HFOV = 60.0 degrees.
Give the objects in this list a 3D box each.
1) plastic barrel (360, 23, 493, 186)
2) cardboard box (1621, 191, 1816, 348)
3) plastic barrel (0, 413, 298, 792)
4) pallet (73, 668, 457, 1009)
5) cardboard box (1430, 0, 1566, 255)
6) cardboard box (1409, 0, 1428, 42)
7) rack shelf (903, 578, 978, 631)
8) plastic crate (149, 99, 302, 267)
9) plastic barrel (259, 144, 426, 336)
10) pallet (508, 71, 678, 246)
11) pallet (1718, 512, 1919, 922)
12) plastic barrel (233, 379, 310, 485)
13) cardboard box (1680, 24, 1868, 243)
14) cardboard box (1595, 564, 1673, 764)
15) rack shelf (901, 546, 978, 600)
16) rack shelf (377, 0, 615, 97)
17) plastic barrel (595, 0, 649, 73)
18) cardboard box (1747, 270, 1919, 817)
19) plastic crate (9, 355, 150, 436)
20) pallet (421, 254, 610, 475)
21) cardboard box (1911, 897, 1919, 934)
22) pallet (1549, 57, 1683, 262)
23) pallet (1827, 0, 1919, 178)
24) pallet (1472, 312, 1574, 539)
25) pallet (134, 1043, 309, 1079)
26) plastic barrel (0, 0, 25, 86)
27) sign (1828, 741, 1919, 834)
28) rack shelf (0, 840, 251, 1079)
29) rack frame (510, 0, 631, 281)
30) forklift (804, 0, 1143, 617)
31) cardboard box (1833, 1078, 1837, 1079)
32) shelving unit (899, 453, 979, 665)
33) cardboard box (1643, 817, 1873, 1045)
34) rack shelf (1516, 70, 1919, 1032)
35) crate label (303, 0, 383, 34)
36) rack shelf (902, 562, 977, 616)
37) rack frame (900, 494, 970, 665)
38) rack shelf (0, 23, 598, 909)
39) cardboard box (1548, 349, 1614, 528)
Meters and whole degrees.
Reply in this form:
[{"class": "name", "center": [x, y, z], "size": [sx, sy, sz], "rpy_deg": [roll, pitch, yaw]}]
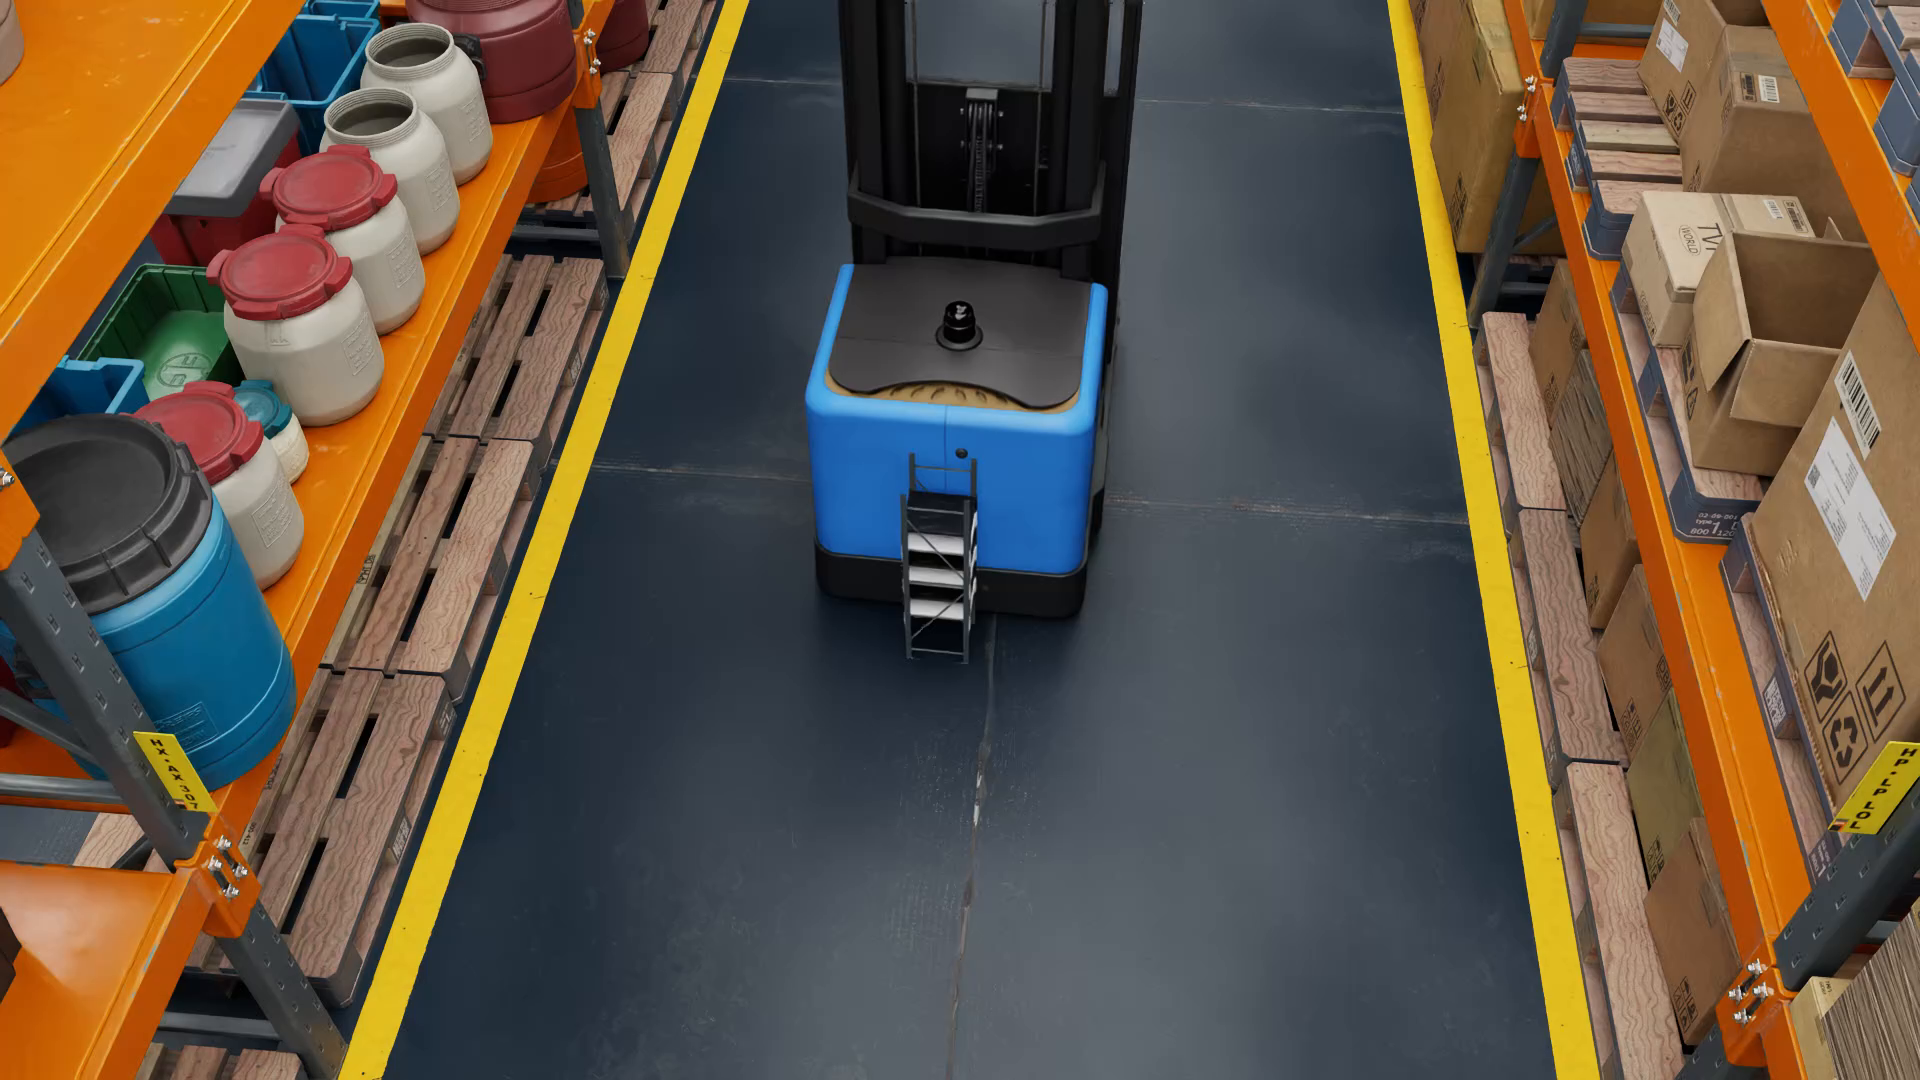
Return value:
[{"class": "plastic barrel", "center": [-1.965, -1.592, 6.124], "size": [0.421, 0.512, 0.421], "rpy_deg": [0, 48, 0]}, {"class": "cardboard box", "center": [2.466, -0.867, 5.353], "size": [0.500, 0.250, 0.500], "rpy_deg": [3, 48, 2]}, {"class": "plastic barrel", "center": [-2.112, 0.182, 4.237], "size": [0.600, 0.901, 0.708], "rpy_deg": [4, 48, 4]}, {"class": "pallet", "center": [-2.416, 0.976, 5.740], "size": [1.003, 0.211, 1.213], "rpy_deg": [4, 48, 4]}, {"class": "cardboard box", "center": [2.932, -1.922, 7.657], "size": [1.225, 0.875, 0.875], "rpy_deg": [2, 48, 2]}, {"class": "cardboard box", "center": [3.094, -3.228, 8.850], "size": [1.225, 0.875, 0.875], "rpy_deg": [2, 48, 2]}, {"class": "rack shelf", "center": [-0.073, 0.229, 6.245], "size": [0.258, 0.077, 0.200], "rpy_deg": [5, 48, 5]}, {"class": "plastic crate", "center": [-2.536, -1.180, 5.779], "size": [0.402, 0.464, 0.583], "rpy_deg": [4, 48, 4]}, {"class": "plastic barrel", "center": [-2.037, -0.977, 5.545], "size": [0.433, 0.535, 0.433], "rpy_deg": [0, 48, 0]}, {"class": "pallet", "center": [-2.054, -1.966, 8.431], "size": [1.003, 0.211, 1.213], "rpy_deg": [4, 48, 4]}, {"class": "pallet", "center": [2.698, 0.460, 4.452], "size": [1.003, 0.211, 1.213], "rpy_deg": [4, 48, 4]}, {"class": "plastic barrel", "center": [-2.176, -0.301, 5.112], "size": [0.301, 0.262, 0.301], "rpy_deg": [0, 48, 0]}, {"class": "cardboard box", "center": [2.887, -1.351, 5.626], "size": [0.700, 0.500, 0.500], "rpy_deg": [10, 48, 9]}, {"class": "cardboard box", "center": [2.674, 0.432, 5.743], "size": [0.700, 0.500, 0.500], "rpy_deg": [0, 48, 0]}, {"class": "rack shelf", "center": [-0.073, 0.108, 6.113], "size": [0.258, 0.077, 0.200], "rpy_deg": [5, 48, 5]}, {"class": "rack shelf", "center": [-1.902, -3.552, 8.479], "size": [1.077, 0.370, 4.000], "rpy_deg": [4, 48, 4]}, {"class": "plastic barrel", "center": [-1.954, -2.843, 8.693], "size": [0.600, 0.588, 0.708], "rpy_deg": [4, 48, 4]}, {"class": "cardboard box", "center": [2.695, 0.029, 4.026], "size": [1.000, 1.000, 1.000], "rpy_deg": [4, 48, 4]}, {"class": "plastic crate", "center": [-2.658, -0.212, 4.948], "size": [0.392, 0.384, 0.575], "rpy_deg": [4, 48, 4]}, {"class": "pallet", "center": [-2.194, -0.817, 7.380], "size": [1.003, 0.211, 1.213], "rpy_deg": [4, 48, 4]}, {"class": "cardboard box", "center": [2.189, 0.789, 3.074], "size": [0.500, 0.500, 0.500], "rpy_deg": [4, 48, 4]}, {"class": "pallet", "center": [2.889, -1.396, 6.150], "size": [1.213, 0.211, 1.003], "rpy_deg": [4, 48, 4]}, {"class": "pallet", "center": [2.737, -1.210, 3.945], "size": [1.213, 0.211, 1.003], "rpy_deg": [4, 48, 4]}, {"class": "pallet", "center": [2.775, -0.477, 7.069], "size": [1.003, 0.211, 1.213], "rpy_deg": [4, 48, 4]}, {"class": "pallet", "center": [-2.552, 2.046, 4.761], "size": [1.003, 0.211, 1.213], "rpy_deg": [4, 48, 4]}, {"class": "plastic barrel", "center": [-2.559, -1.436, 3.684], "size": [0.600, 0.901, 0.600], "rpy_deg": [0, 48, 0]}, {"class": "sign", "center": [1.930, 0.522, 3.481], "size": [0.100, 0.325, 0.005], "rpy_deg": [4, 48, 4]}, {"class": "rack shelf", "center": [-2.631, 2.327, 3.103], "size": [1.077, 0.370, 4.000], "rpy_deg": [4, 48, 4]}, {"class": "rack frame", "center": [-2.084, -2.325, 6.870], "size": [1.000, 3.000, 0.127], "rpy_deg": [4, 48, 4]}, {"class": "forklift", "center": [0.138, -1.790, 6.426], "size": [1.130, 2.935, 3.031], "rpy_deg": [5, 48, 5]}, {"class": "cardboard box", "center": [2.129, 1.353, 3.676], "size": [0.380, 0.149, 0.250], "rpy_deg": [4, 48, 4]}, {"class": "shelving unit", "center": [-0.073, 0.085, 6.088], "size": [0.258, 0.900, 0.210], "rpy_deg": [5, 48, 5]}, {"class": "cardboard box", "center": [2.561, 1.193, 5.048], "size": [0.700, 0.500, 0.500], "rpy_deg": [1, 48, 1]}, {"class": "rack shelf", "center": [2.666, -0.279, 5.486], "size": [1.077, 0.370, 4.000], "rpy_deg": [4, 48, 4]}, {"class": "crate label", "center": [-2.496, -1.984, 6.671], "size": [0.303, 0.233, 0.416], "rpy_deg": [4, 48, 4]}, {"class": "rack shelf", "center": [-0.073, 0.169, 6.179], "size": [0.258, 0.077, 0.200], "rpy_deg": [5, 48, 5]}, {"class": "rack frame", "center": [-0.086, 0.160, 6.020], "size": [0.240, 0.900, 0.006], "rpy_deg": [5, 48, 5]}, {"class": "rack shelf", "center": [-2.267, -0.613, 5.791], "size": [1.077, 0.370, 4.000], "rpy_deg": [4, 48, 4]}, {"class": "cardboard box", "center": [2.769, -0.395, 6.500], "size": [0.700, 0.500, 0.500], "rpy_deg": [0, 48, 0]}]
